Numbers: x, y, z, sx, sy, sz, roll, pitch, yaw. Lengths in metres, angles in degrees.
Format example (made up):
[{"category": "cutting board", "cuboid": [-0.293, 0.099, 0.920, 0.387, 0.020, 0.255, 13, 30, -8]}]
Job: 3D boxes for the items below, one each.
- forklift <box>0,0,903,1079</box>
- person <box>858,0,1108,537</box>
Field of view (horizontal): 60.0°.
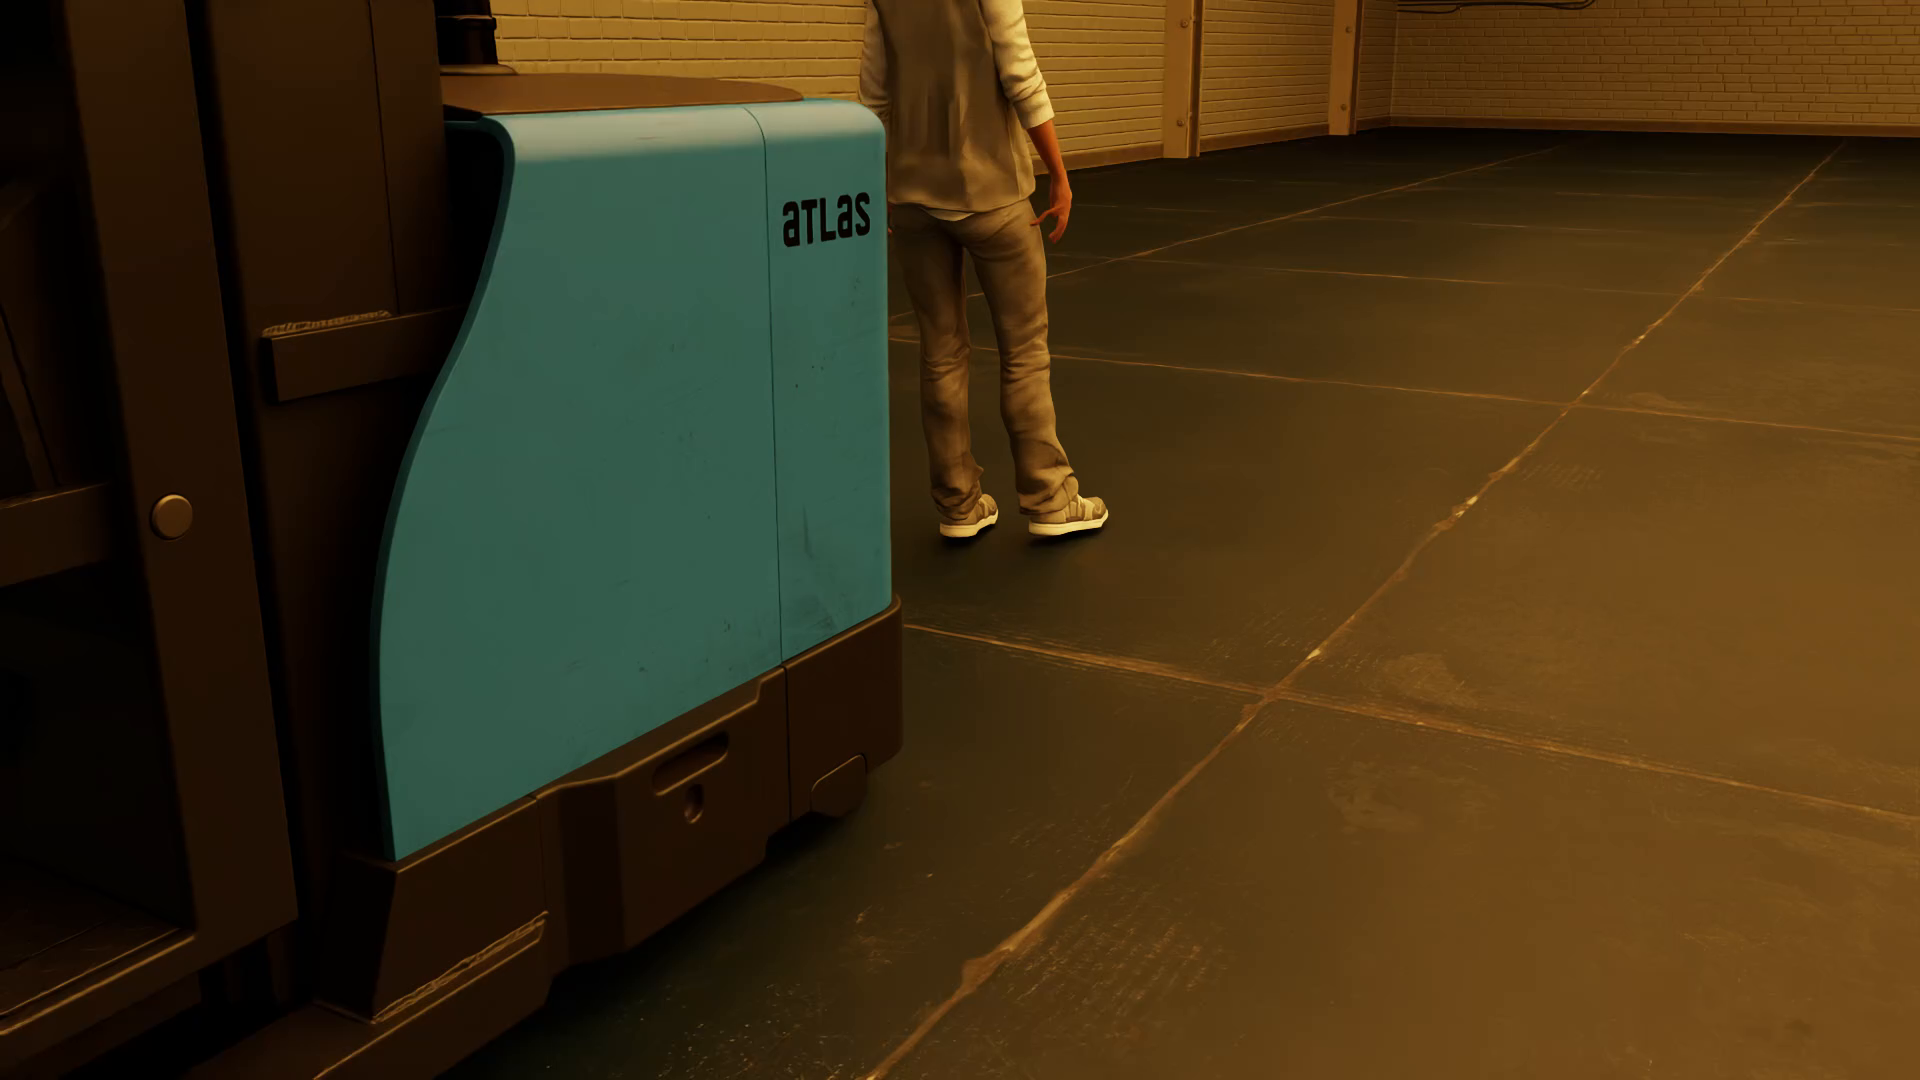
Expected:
[{"category": "forklift", "cuboid": [-1.272, -0.726, 1.317, 1.130, 2.935, 3.031, 9, 19, 29]}, {"category": "person", "cuboid": [0.049, -0.789, 3.869, 0.521, 1.599, 0.473, 9, 19, 28]}]
